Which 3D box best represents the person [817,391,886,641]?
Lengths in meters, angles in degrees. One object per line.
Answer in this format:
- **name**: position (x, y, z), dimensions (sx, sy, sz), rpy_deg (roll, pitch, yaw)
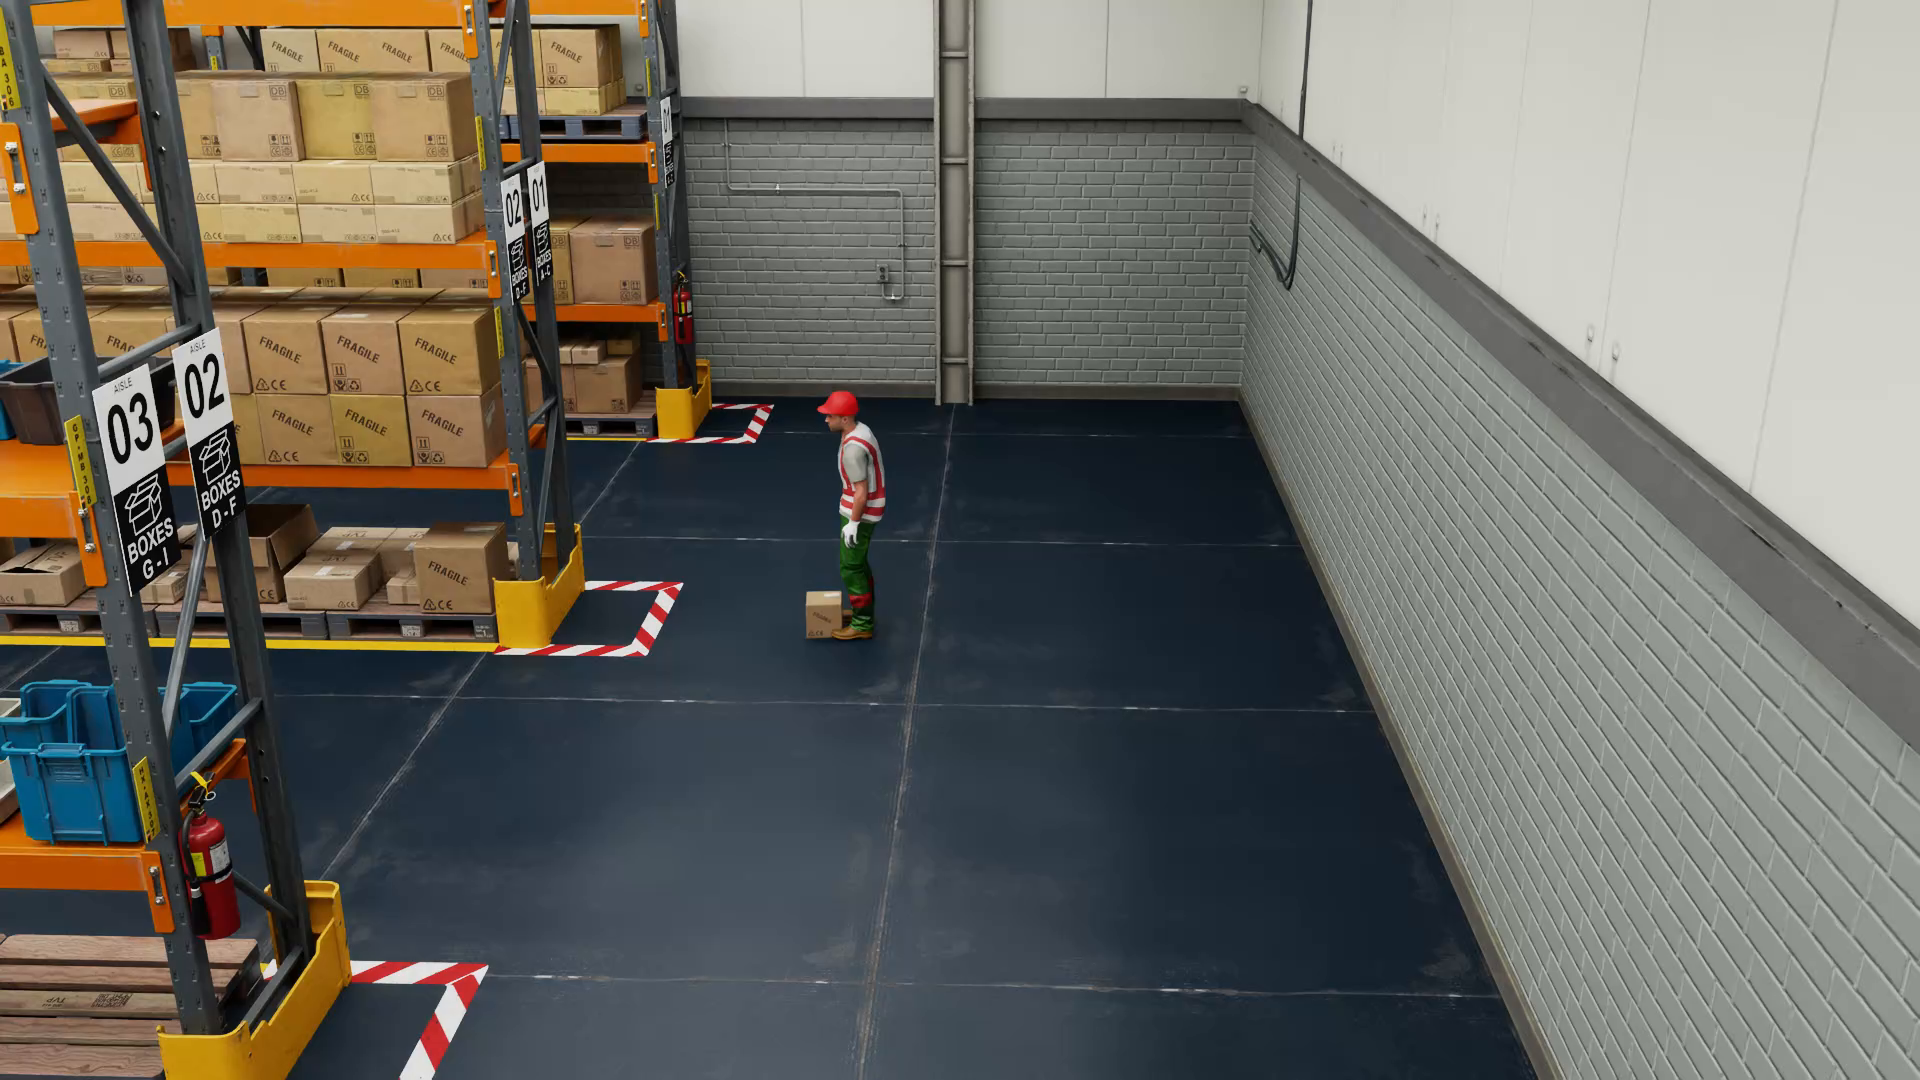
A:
- **person**: position (-0.739, -0.180, 11.540), dimensions (0.452, 1.777, 0.610), rpy_deg (0, 21, -1)
